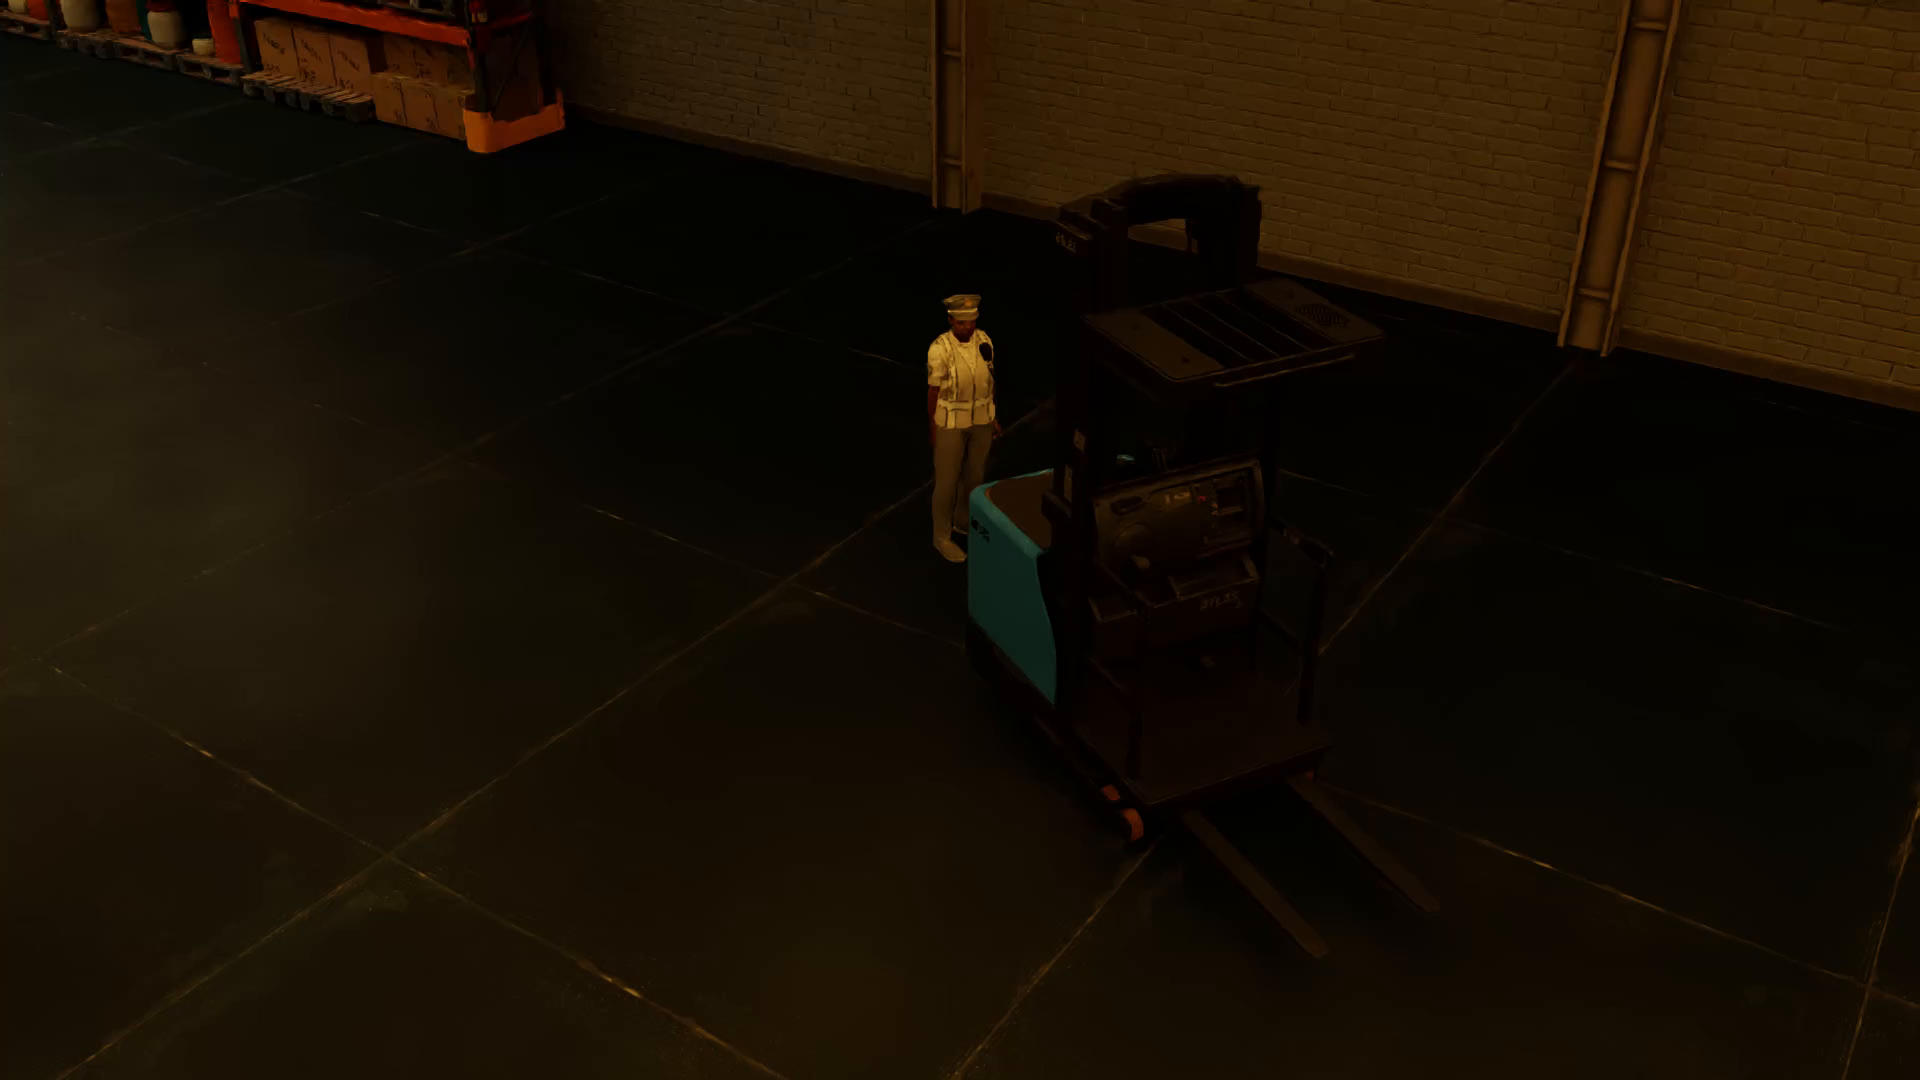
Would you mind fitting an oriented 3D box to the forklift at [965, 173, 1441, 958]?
[{"bbox_3d":[1.136,-0.068,7.699,1.130,2.935,3.031,-14,33,-23],"label":"forklift"}]

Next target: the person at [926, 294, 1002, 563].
[{"bbox_3d":[0.042,-0.703,10.048,0.469,1.682,0.416,-13,33,-21],"label":"person"}]
